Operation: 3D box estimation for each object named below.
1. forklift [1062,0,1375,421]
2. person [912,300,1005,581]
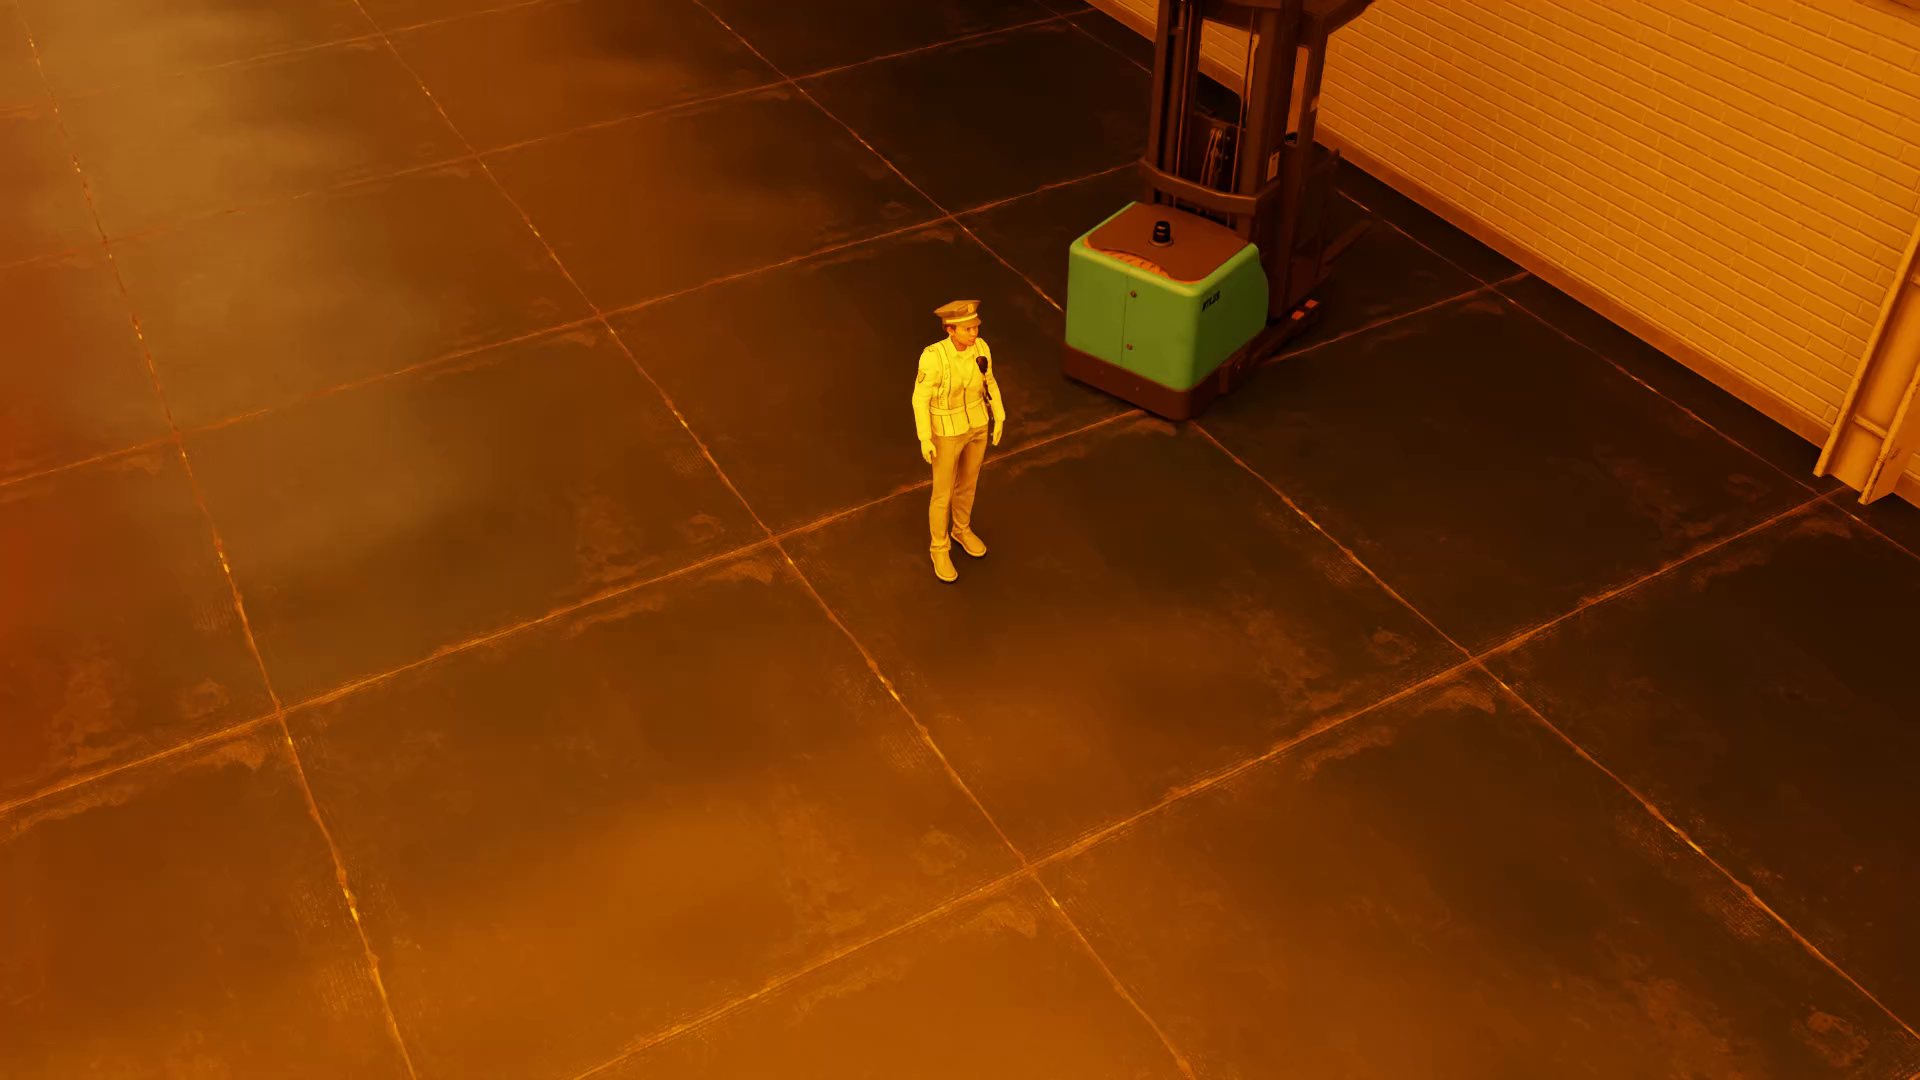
[{"bbox_3d":[2.021,-2.812,11.426,1.130,2.935,3.031,27,47,29],"label":"forklift"},{"bbox_3d":[0.028,-0.618,9.738,0.586,1.694,0.532,-20,44,-23],"label":"person"}]
